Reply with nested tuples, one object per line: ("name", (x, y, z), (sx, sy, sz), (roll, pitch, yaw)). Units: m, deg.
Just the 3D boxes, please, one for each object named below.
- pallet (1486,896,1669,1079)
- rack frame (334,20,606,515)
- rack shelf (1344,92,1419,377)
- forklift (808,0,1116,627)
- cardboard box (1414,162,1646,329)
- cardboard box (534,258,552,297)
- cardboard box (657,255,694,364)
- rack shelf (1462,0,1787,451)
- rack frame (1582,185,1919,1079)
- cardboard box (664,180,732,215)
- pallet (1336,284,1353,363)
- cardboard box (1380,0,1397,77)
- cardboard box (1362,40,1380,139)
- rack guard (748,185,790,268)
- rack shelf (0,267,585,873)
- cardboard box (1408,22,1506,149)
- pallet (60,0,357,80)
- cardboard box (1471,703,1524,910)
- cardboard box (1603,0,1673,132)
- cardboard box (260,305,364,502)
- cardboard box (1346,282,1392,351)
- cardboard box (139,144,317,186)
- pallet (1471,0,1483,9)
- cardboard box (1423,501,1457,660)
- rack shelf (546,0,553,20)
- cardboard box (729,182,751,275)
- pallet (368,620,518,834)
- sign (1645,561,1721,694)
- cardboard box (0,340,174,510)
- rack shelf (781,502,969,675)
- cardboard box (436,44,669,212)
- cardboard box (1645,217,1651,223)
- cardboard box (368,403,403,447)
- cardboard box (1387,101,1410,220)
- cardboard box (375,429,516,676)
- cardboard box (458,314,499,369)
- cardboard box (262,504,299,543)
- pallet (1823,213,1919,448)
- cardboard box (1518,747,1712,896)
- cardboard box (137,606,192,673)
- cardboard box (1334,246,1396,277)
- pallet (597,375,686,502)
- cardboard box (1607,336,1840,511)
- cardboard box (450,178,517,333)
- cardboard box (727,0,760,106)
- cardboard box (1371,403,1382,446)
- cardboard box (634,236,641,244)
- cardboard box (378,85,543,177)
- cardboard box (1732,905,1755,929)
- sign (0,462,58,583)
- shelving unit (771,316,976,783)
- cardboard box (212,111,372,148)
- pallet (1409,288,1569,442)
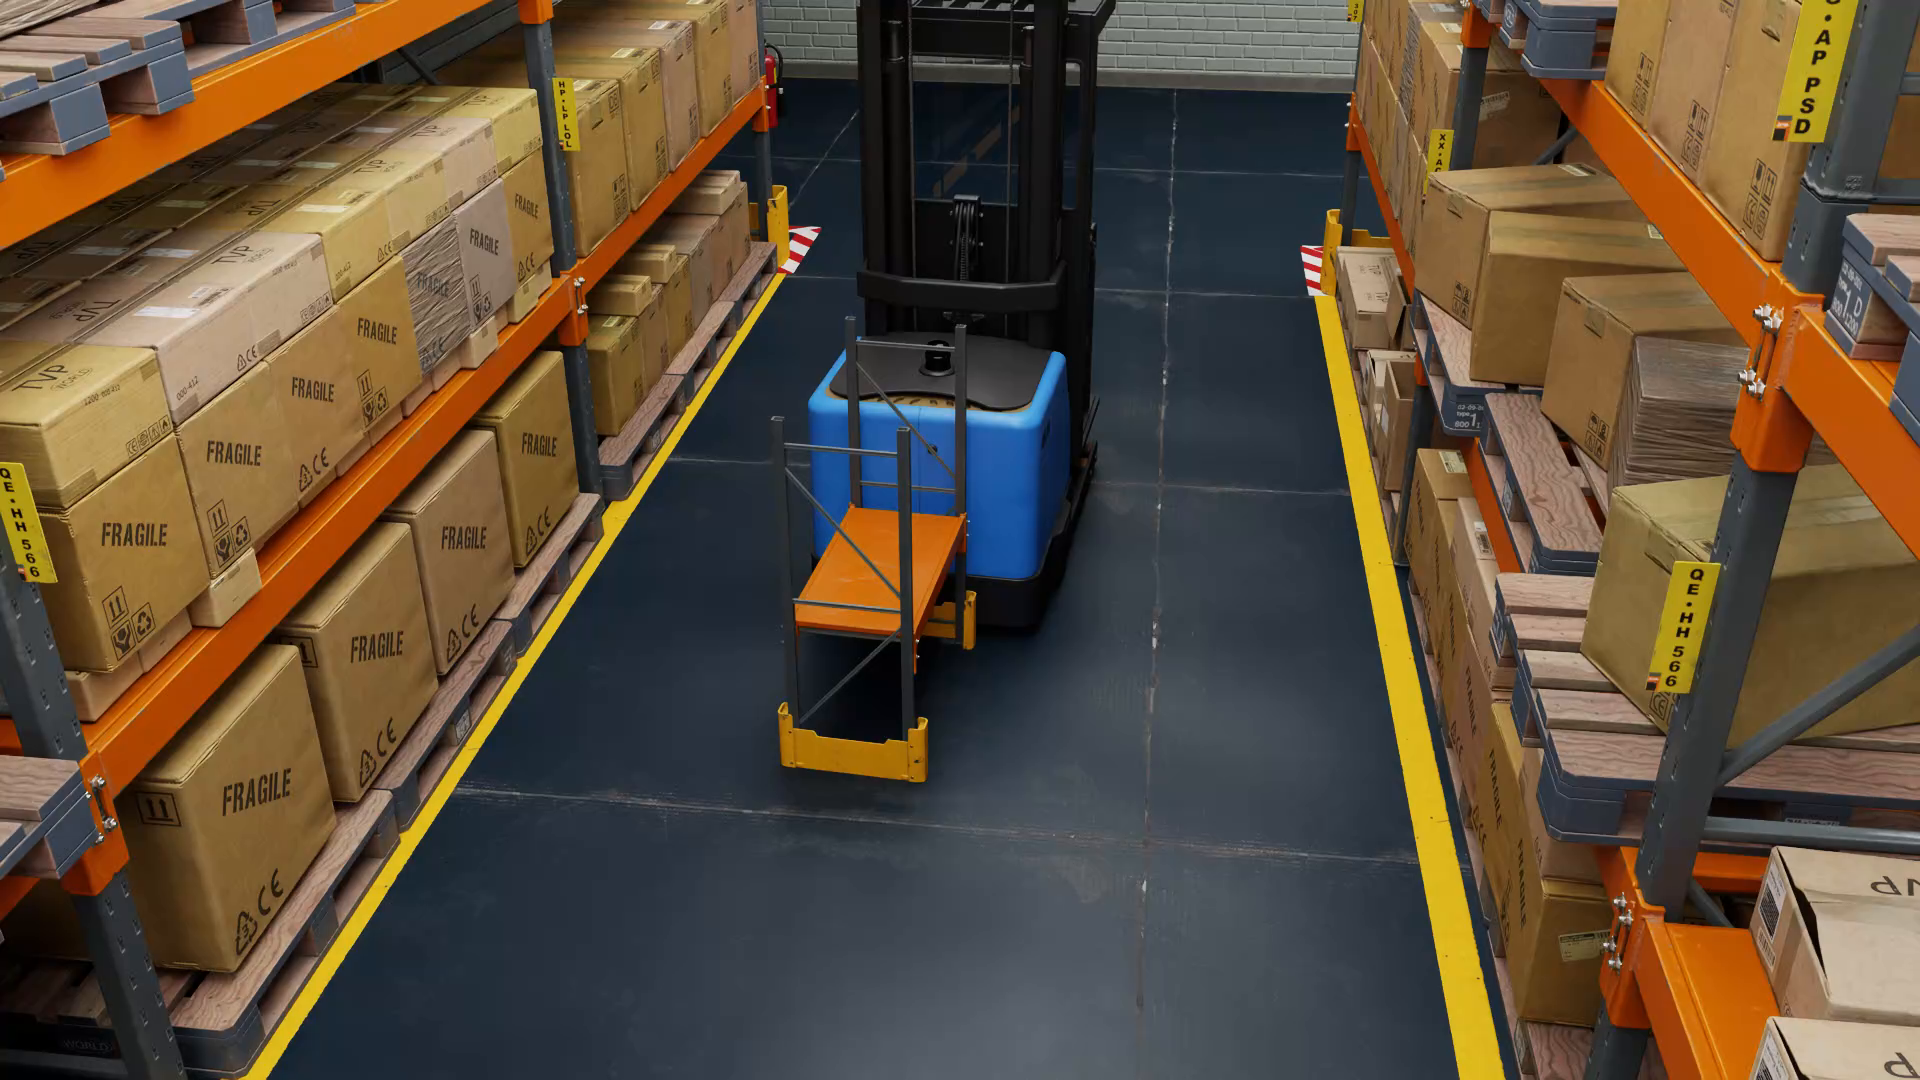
("pallet", (2.233, 1.572, 5.109), (1.003, 0.211, 1.213), (3, 28, 6))
("rack frame", (-2.323, -1.475, 7.826), (1.000, 3.000, 0.127), (3, 28, 6))
("rack shelf", (2.839, -1.814, 9.213), (1.077, 0.370, 4.000), (3, 28, 6))
("forklift", (0.126, -1.583, 8.098), (1.130, 2.935, 3.031), (6, 29, 10))
("cardboard box", (2.314, -1.208, 6.781), (0.700, 0.500, 0.500), (-6, 29, -11))
("cardboard box", (-2.083, -1.198, 7.555), (0.380, 0.149, 0.250), (4, 29, 7))
("cardboard box", (-1.999, -1.383, 9.848), (0.700, 0.500, 0.500), (4, 29, 7))
("rack shelf", (2.349, -1.251, 5.006), (1.077, 0.370, 4.000), (3, 28, 6))
("rack frame", (2.104, 0.694, 3.800), (1.000, 3.000, 0.127), (3, 28, 6))
("cardboard box", (-1.685, -2.201, 10.682), (0.380, 0.149, 0.250), (4, 29, 8))
("pallet", (2.978, -1.433, 10.688), (1.003, 0.211, 1.213), (3, 28, 6))
("cardboard box", (2.645, -2.881, 9.275), (0.500, 0.500, 0.500), (4, 29, 7))
("cardboard box", (2.710, -2.679, 9.955), (0.500, 0.500, 0.500), (3, 28, 6))
("rack guard", (-1.830, -2.269, 11.934), (1.175, 0.500, 0.348), (3, 28, 6))
("rack shelf", (-2.568, -0.217, 6.249), (1.077, 0.370, 4.000), (3, 28, 6))
("cardboard box", (2.459, -2.168, 7.951), (0.500, 0.500, 0.500), (3, 28, 5))
("pallet", (-2.653, -1.662, 5.210), (1.003, 0.211, 1.213), (5, 29, 9))
("cardboard box", (2.049, 0.903, 5.583), (0.500, 0.500, 0.500), (2, 28, 4))
("cardboard box", (2.250, -1.363, 4.349), (0.910, 0.500, 0.500), (3, 28, 6))
("cardboard box", (-2.364, -0.469, 5.519), (0.500, 0.500, 0.500), (3, 28, 6))
("cardboard box", (2.613, -1.345, 10.019), (0.500, 0.250, 0.500), (3, 28, 6))
("cardboard box", (-2.752, -1.305, 6.279), (0.500, 0.250, 0.500), (2, 28, 4))
("pallet", (2.444, -2.124, 6.065), (1.213, 0.211, 1.003), (3, 28, 6))
("cardboard box", (2.239, 0.183, 6.919), (0.500, 0.500, 0.500), (4, 29, 7))
("rack shelf", (-2.078, -3.420, 9.032), (1.077, 0.370, 4.000), (3, 28, 6))
("cardboard box", (-1.819, -2.107, 11.191), (0.700, 0.500, 0.500), (3, 28, 6))
("pallet", (-2.490, 0.696, 6.736), (1.003, 0.211, 1.213), (3, 28, 6))
("sign", (1.564, 0.192, 3.594), (0.100, 0.325, 0.005), (3, 28, 6))
("cardboard box", (-2.498, -0.319, 4.448), (0.500, 0.250, 0.500), (4, 29, 7))
("rack shelf", (-0.321, 0.173, 6.727), (0.538, 0.185, 1.000), (5, 29, 10))
("cardboard box", (-2.145, -2.205, 8.864), (0.980, 0.700, 0.700), (3, 28, 5))
("cardboard box", (2.927, -1.457, 7.687), (0.500, 0.500, 0.500), (4, 29, 8))
("cardboard box", (-2.326, -0.478, 6.218), (0.380, 0.149, 0.250), (4, 29, 8))
("cardboard box", (2.523, -1.968, 8.635), (0.500, 0.500, 0.500), (4, 29, 7))
("cardboard box", (-2.379, 0.018, 6.877), (0.750, 0.750, 0.750), (4, 29, 8))
("cardboard box", (-2.141, -0.831, 6.873), (0.380, 0.149, 0.250), (3, 28, 6))
("cardboard box", (-2.455, -0.119, 5.551), (0.380, 0.149, 0.250), (4, 29, 7))
("pallet", (2.110, -0.219, 2.530), (1.213, 0.211, 1.003), (5, 29, 9))
("cardboard box", (1.988, 0.790, 5.002), (0.500, 0.250, 0.500), (4, 29, 8))
("cardboard box", (-2.503, 0.250, 4.867), (0.380, 0.149, 0.250), (4, 29, 7))
("cardboard box", (2.692, -1.833, 11.032), (0.380, 0.149, 0.250), (3, 28, 6))
("pallet", (-2.152, -0.601, 9.143), (1.003, 0.211, 1.213), (3, 28, 6))
("cardboard box", (2.371, -0.258, 5.017), (0.700, 0.500, 0.500), (9, 30, 16))
("cardboard box", (-2.182, -1.186, 6.849), (0.500, 0.500, 0.500), (4, 29, 7))
("cardboard box", (-1.885, -3.249, 10.803), (0.980, 0.700, 0.700), (5, 29, 9))
("cardboard box", (2.369, -0.592, 8.729), (0.380, 0.149, 0.250), (3, 28, 6))
("cardboard box", (-2.156, -1.866, 10.060), (0.380, 0.149, 0.250), (4, 29, 7))
("cardboard box", (-2.126, -1.754, 7.113), (0.500, 0.250, 0.500), (4, 29, 7))
("cardboard box", (2.443, 1.403, 4.655), (0.500, 0.500, 0.500), (5, 29, 8))
("sign", (-2.273, -0.040, 4.025), (0.100, 0.325, 0.005), (3, 28, 6))
("shelving unit", (-0.319, 0.011, 6.649), (0.587, 1.500, 1.083), (5, 29, 10))
("cardboard box", (-2.695, -1.541, 6.717), (0.500, 0.250, 0.500), (4, 29, 7))
("pallet", (2.388, -0.735, 6.654), (1.003, 0.211, 1.213), (3, 28, 6))
